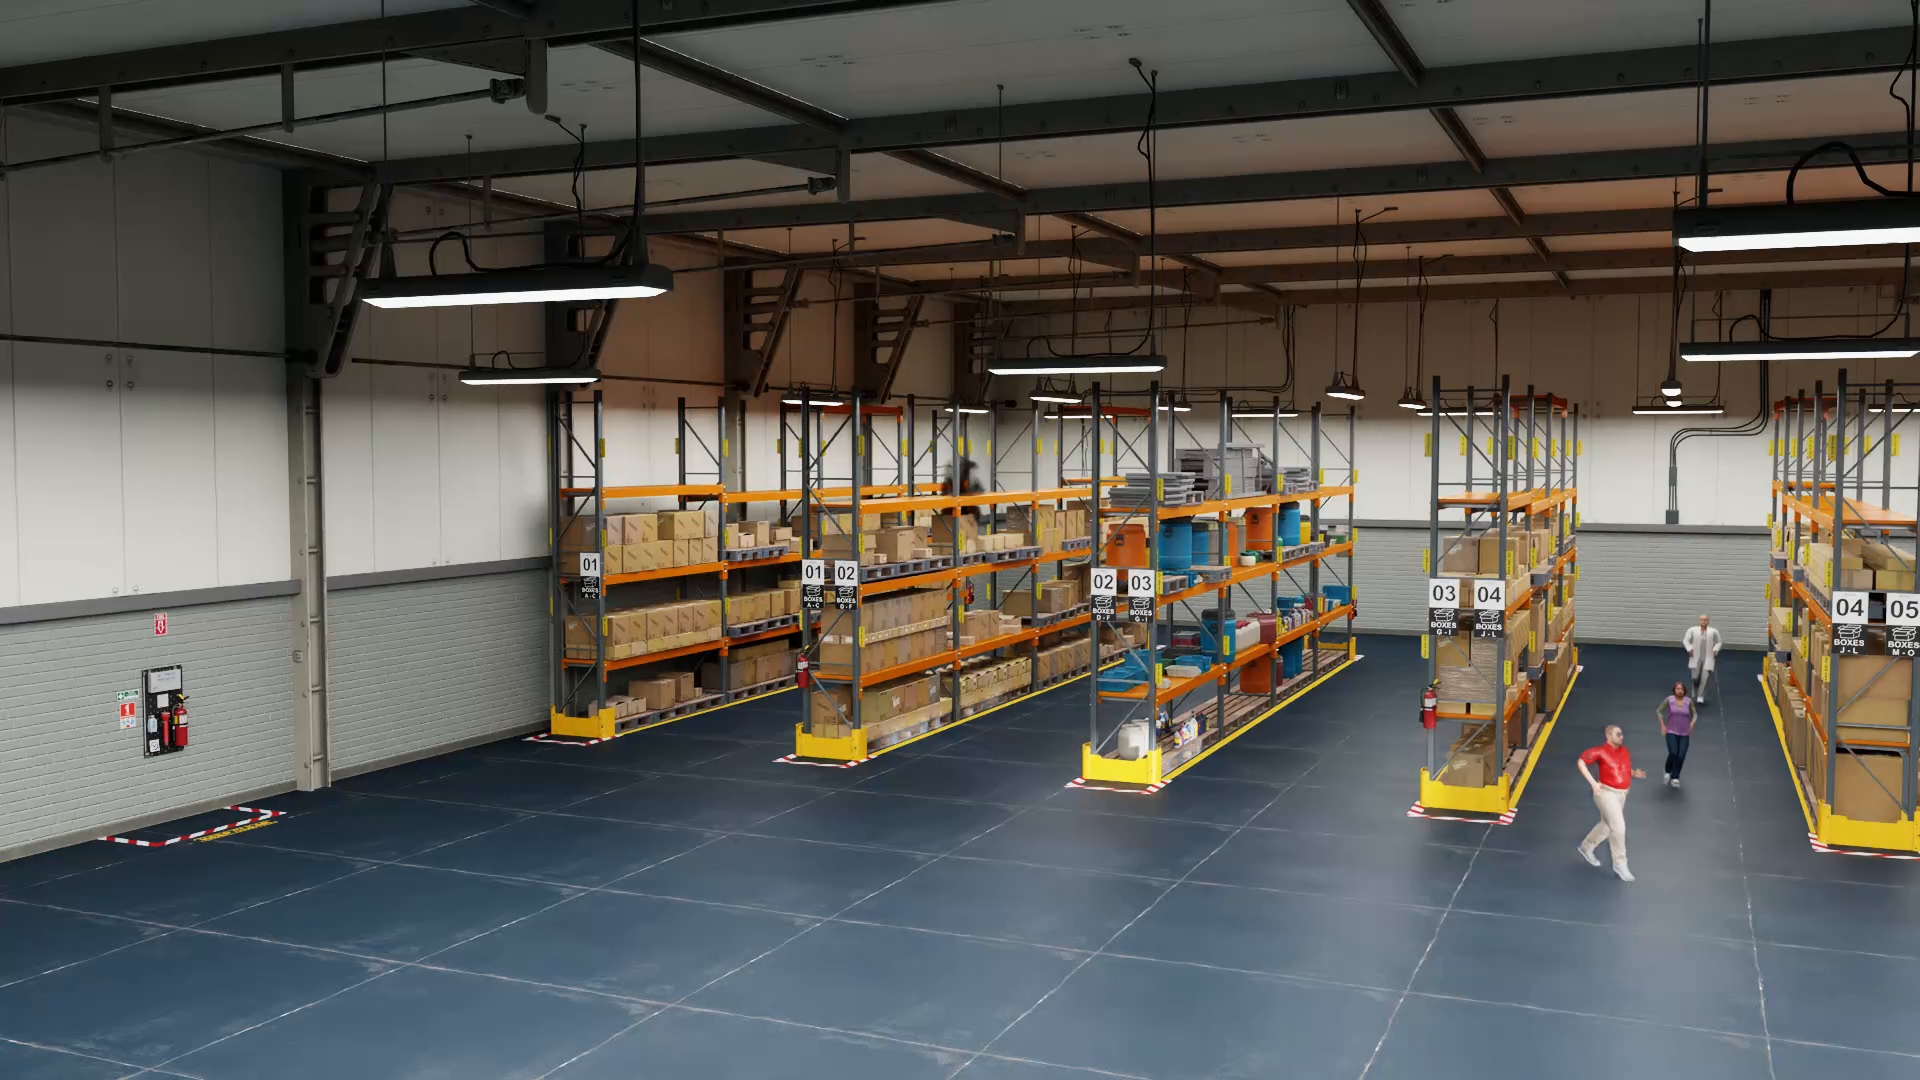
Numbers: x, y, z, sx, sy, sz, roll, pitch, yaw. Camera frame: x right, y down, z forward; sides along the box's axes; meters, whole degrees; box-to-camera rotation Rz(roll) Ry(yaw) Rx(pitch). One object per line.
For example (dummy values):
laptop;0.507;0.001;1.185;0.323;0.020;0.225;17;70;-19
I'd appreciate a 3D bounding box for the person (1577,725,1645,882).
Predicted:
person;7.644;3.063;19.569;0.648;1.793;0.851;-2;4;-36

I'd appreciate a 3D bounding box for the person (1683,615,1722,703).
person;14.585;2.328;32.671;0.694;1.730;0.633;1;3;23

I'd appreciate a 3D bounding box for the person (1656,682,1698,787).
person;10.558;2.863;24.443;0.543;1.571;0.575;1;3;11
